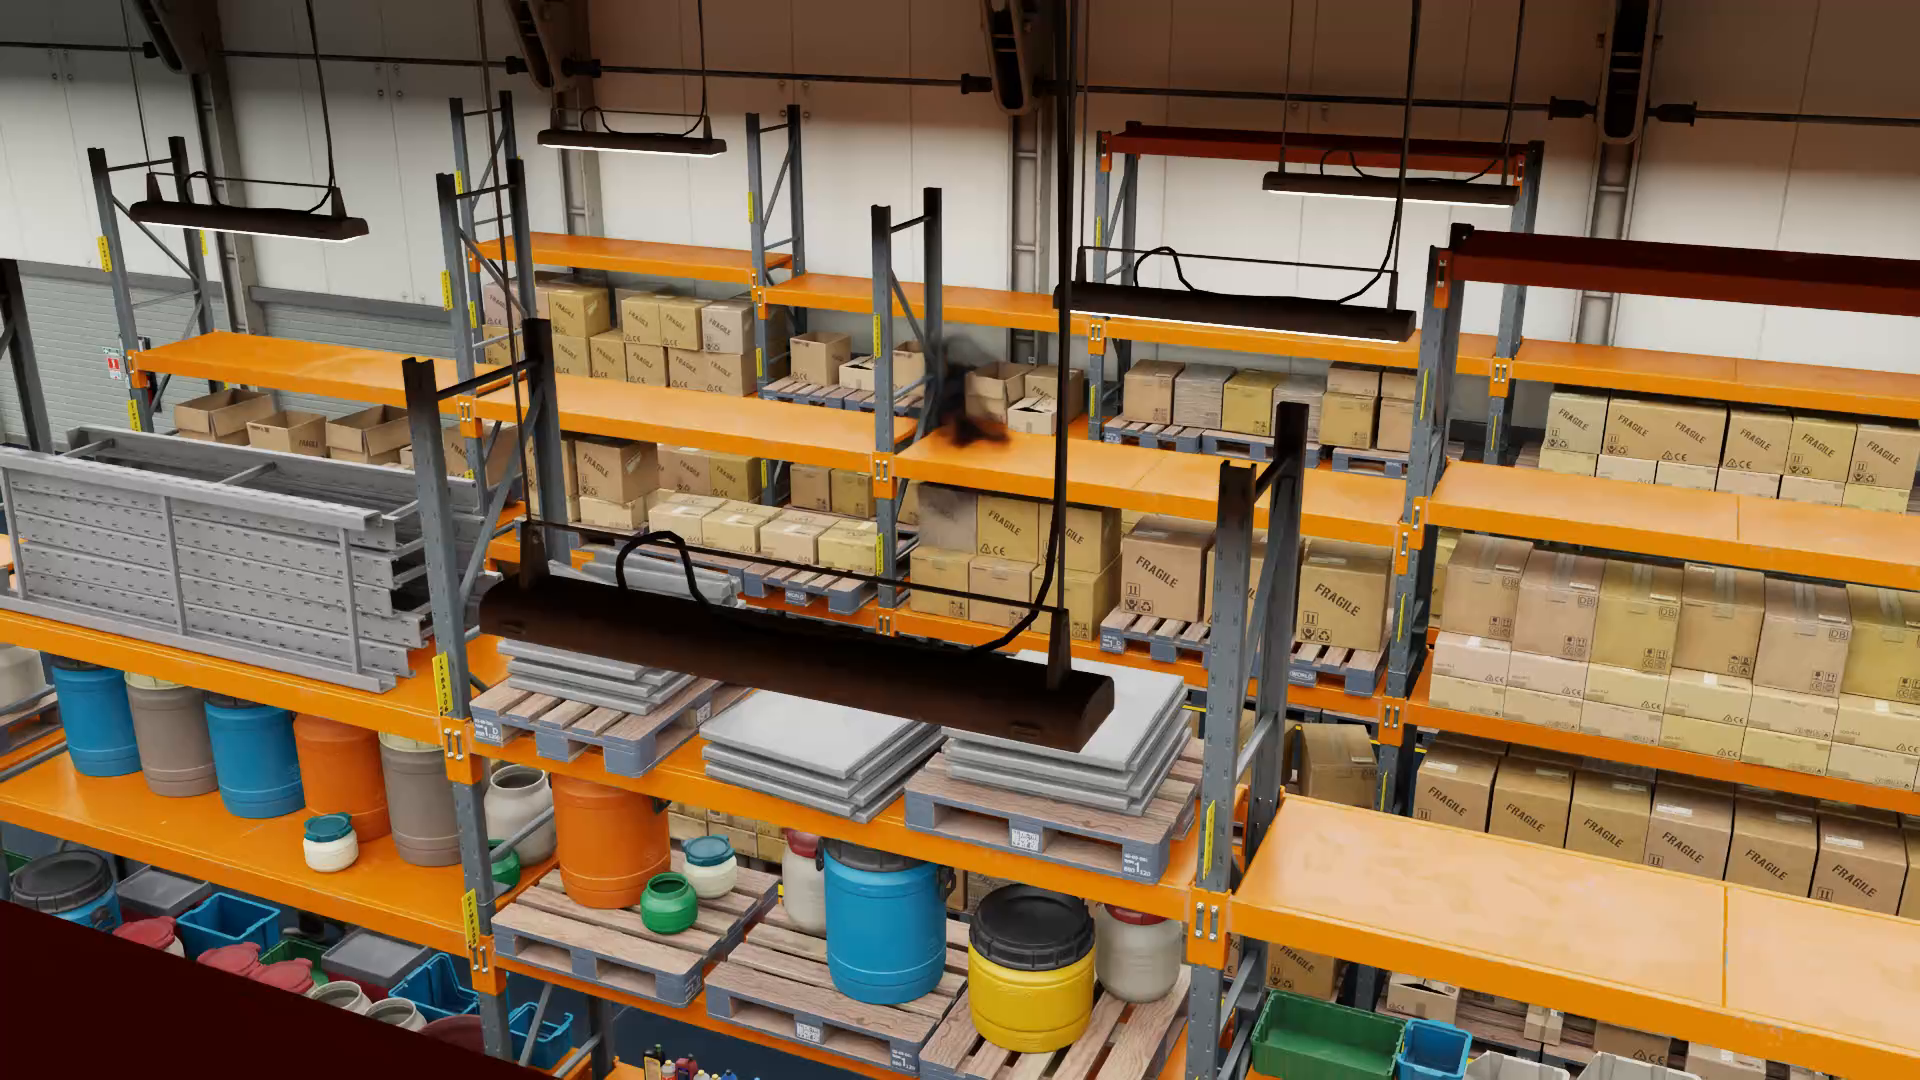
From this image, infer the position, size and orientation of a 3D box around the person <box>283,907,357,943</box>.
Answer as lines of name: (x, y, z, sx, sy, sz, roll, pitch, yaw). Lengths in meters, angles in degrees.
person: (-5.237, 2.528, 13.487, 0.826, 1.735, 0.715, 4, 21, 12)
